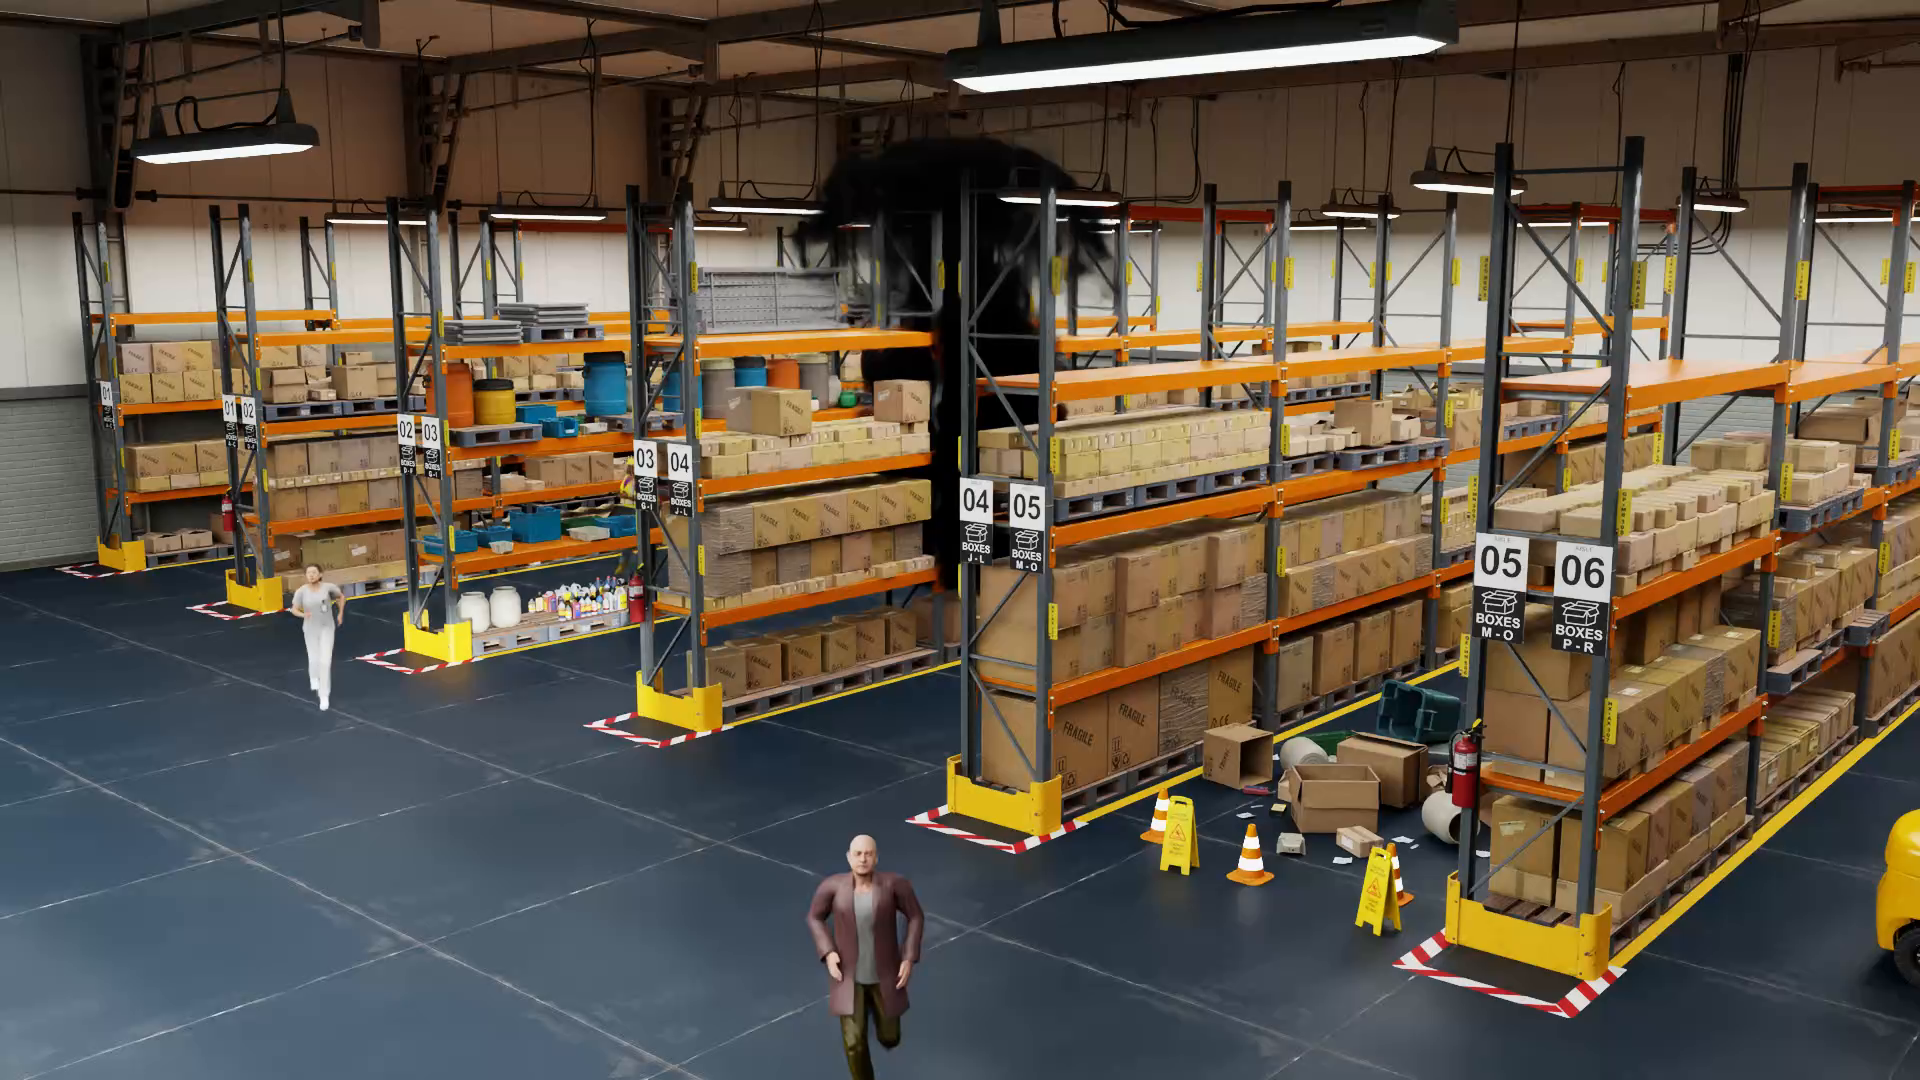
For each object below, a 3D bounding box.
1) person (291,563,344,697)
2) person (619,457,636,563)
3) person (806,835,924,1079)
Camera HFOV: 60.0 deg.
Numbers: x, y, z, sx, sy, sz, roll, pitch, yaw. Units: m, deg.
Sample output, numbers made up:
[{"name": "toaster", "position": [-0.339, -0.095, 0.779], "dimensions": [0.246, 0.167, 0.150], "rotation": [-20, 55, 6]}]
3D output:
[{"name": "person", "position": [-7.593, 1.023, 19.717], "dimensions": [0.575, 1.565, 0.853], "rotation": [-3, 10, -15]}, {"name": "person", "position": [-5.182, -0.489, 26.662], "dimensions": [0.647, 1.703, 0.598], "rotation": [7, 12, 36]}, {"name": "person", "position": [-0.591, 2.654, 10.279], "dimensions": [0.707, 1.741, 0.805], "rotation": [-1, 10, -6]}]
